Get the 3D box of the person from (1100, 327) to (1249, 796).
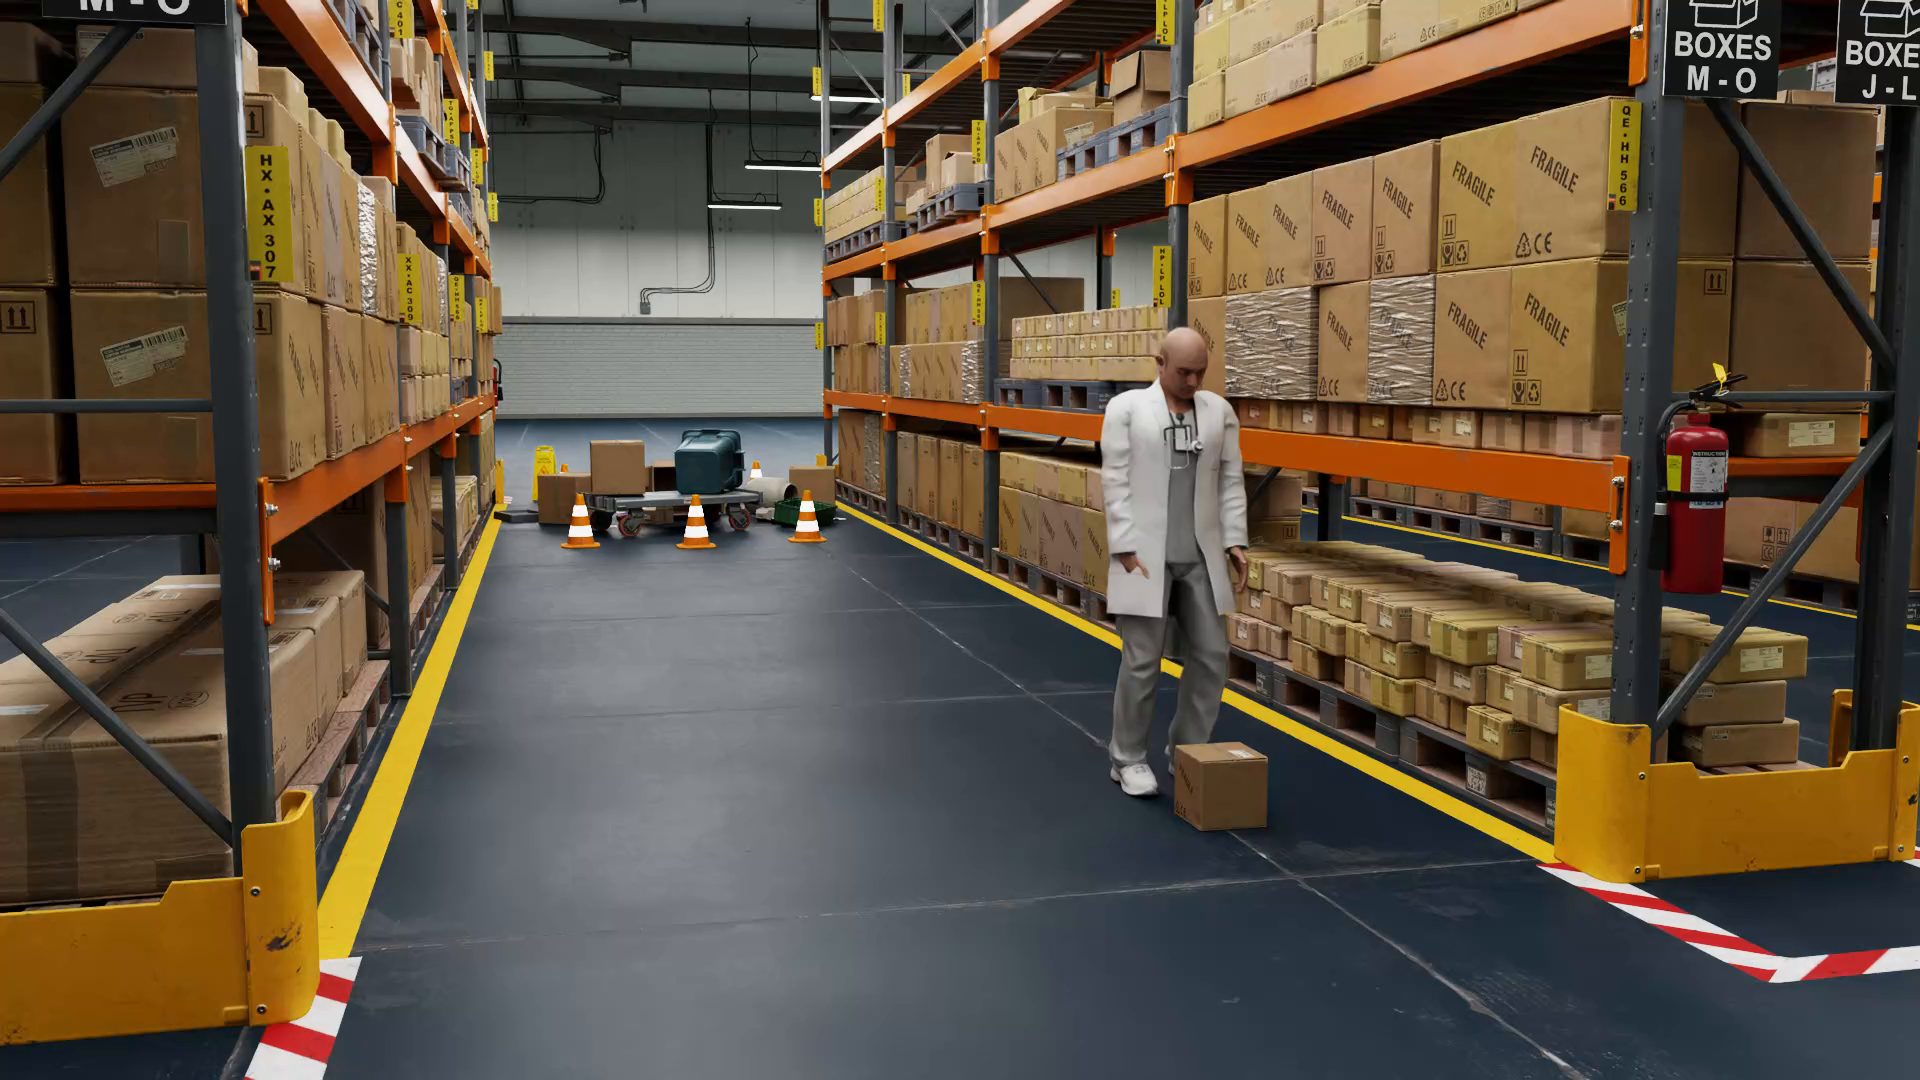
[{"bbox_3d":[0.820,0.075,6.313,0.575,1.757,0.381,-2,6,-14],"label":"person"}]
